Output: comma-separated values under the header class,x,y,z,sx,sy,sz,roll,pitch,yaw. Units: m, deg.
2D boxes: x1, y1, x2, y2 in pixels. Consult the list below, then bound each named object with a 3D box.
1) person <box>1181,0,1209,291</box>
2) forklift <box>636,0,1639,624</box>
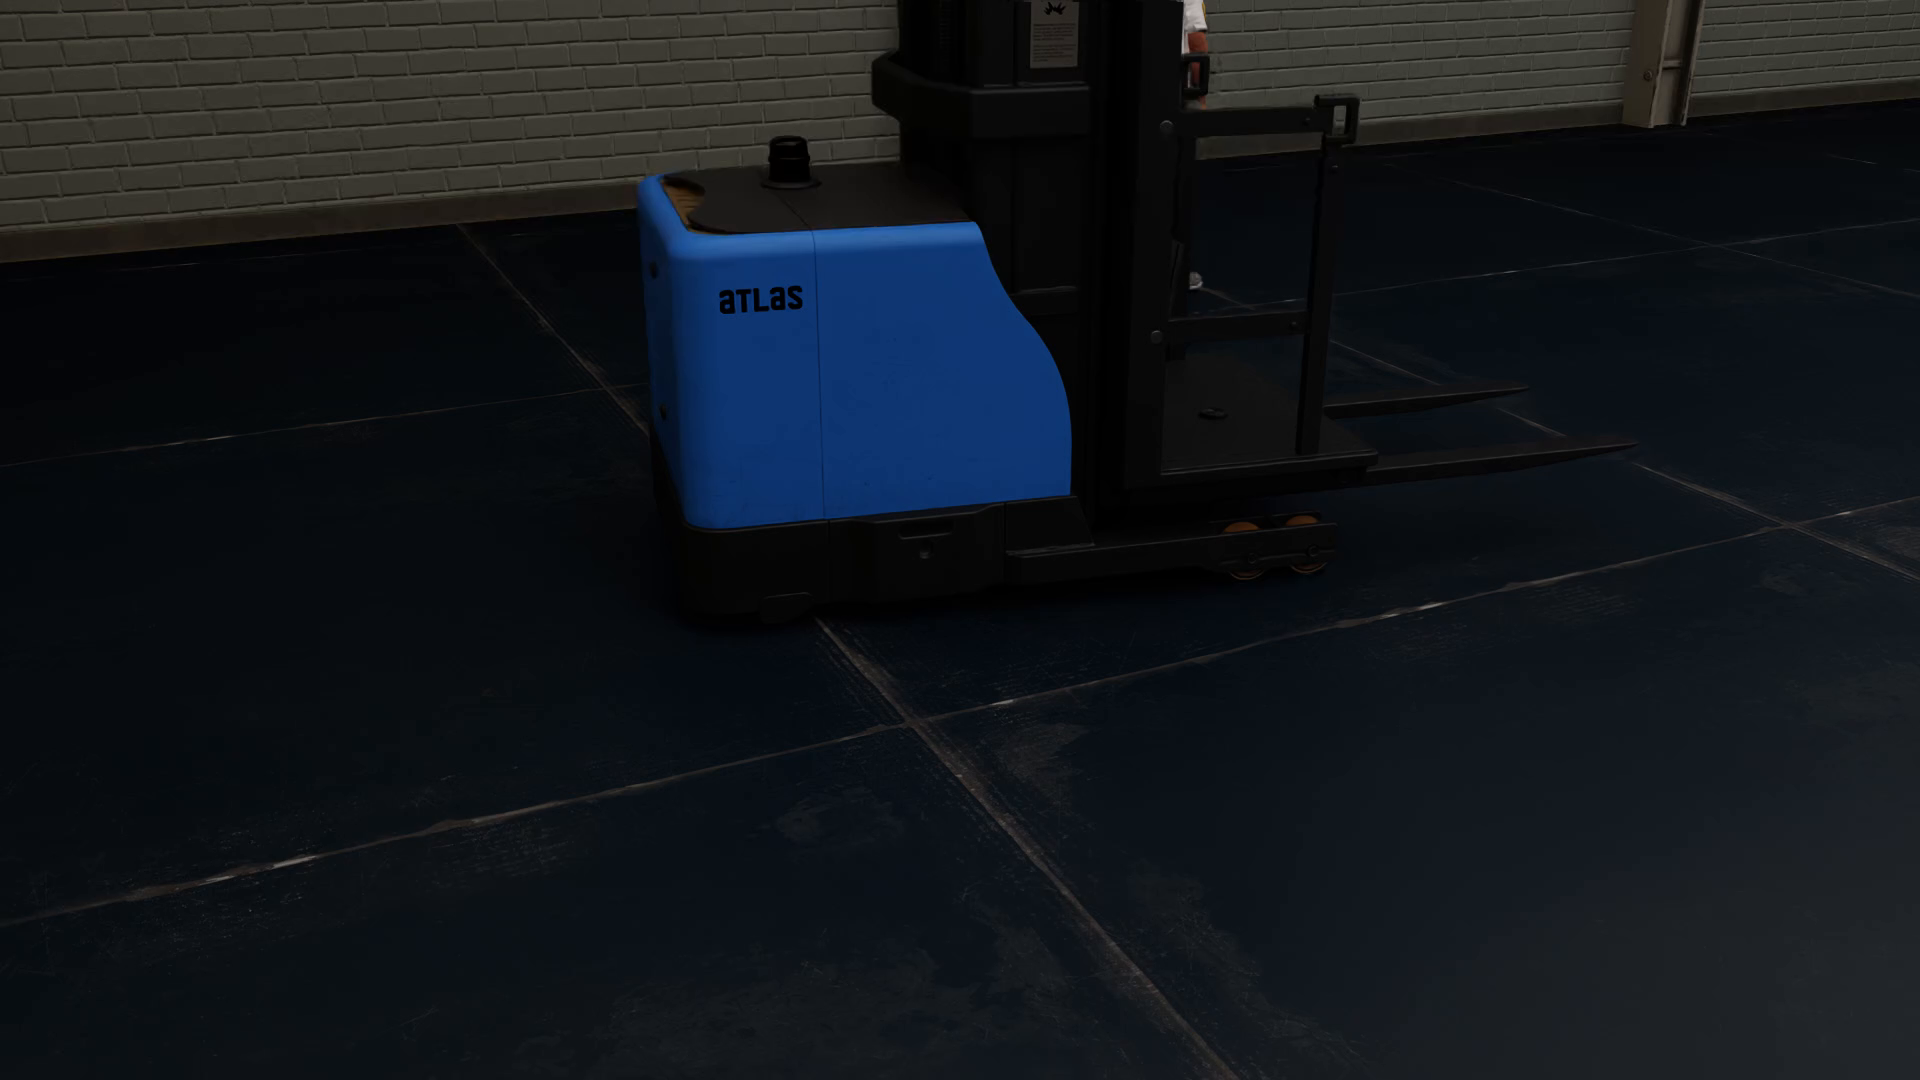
class,x,y,z,sx,sy,sz,roll,pitch,yaw
person,0.850,-2.010,7.665,0.605,1.747,0.443,5,23,12
forklift,0.607,-1.425,4.717,3.031,2.935,1.130,-6,23,-14
